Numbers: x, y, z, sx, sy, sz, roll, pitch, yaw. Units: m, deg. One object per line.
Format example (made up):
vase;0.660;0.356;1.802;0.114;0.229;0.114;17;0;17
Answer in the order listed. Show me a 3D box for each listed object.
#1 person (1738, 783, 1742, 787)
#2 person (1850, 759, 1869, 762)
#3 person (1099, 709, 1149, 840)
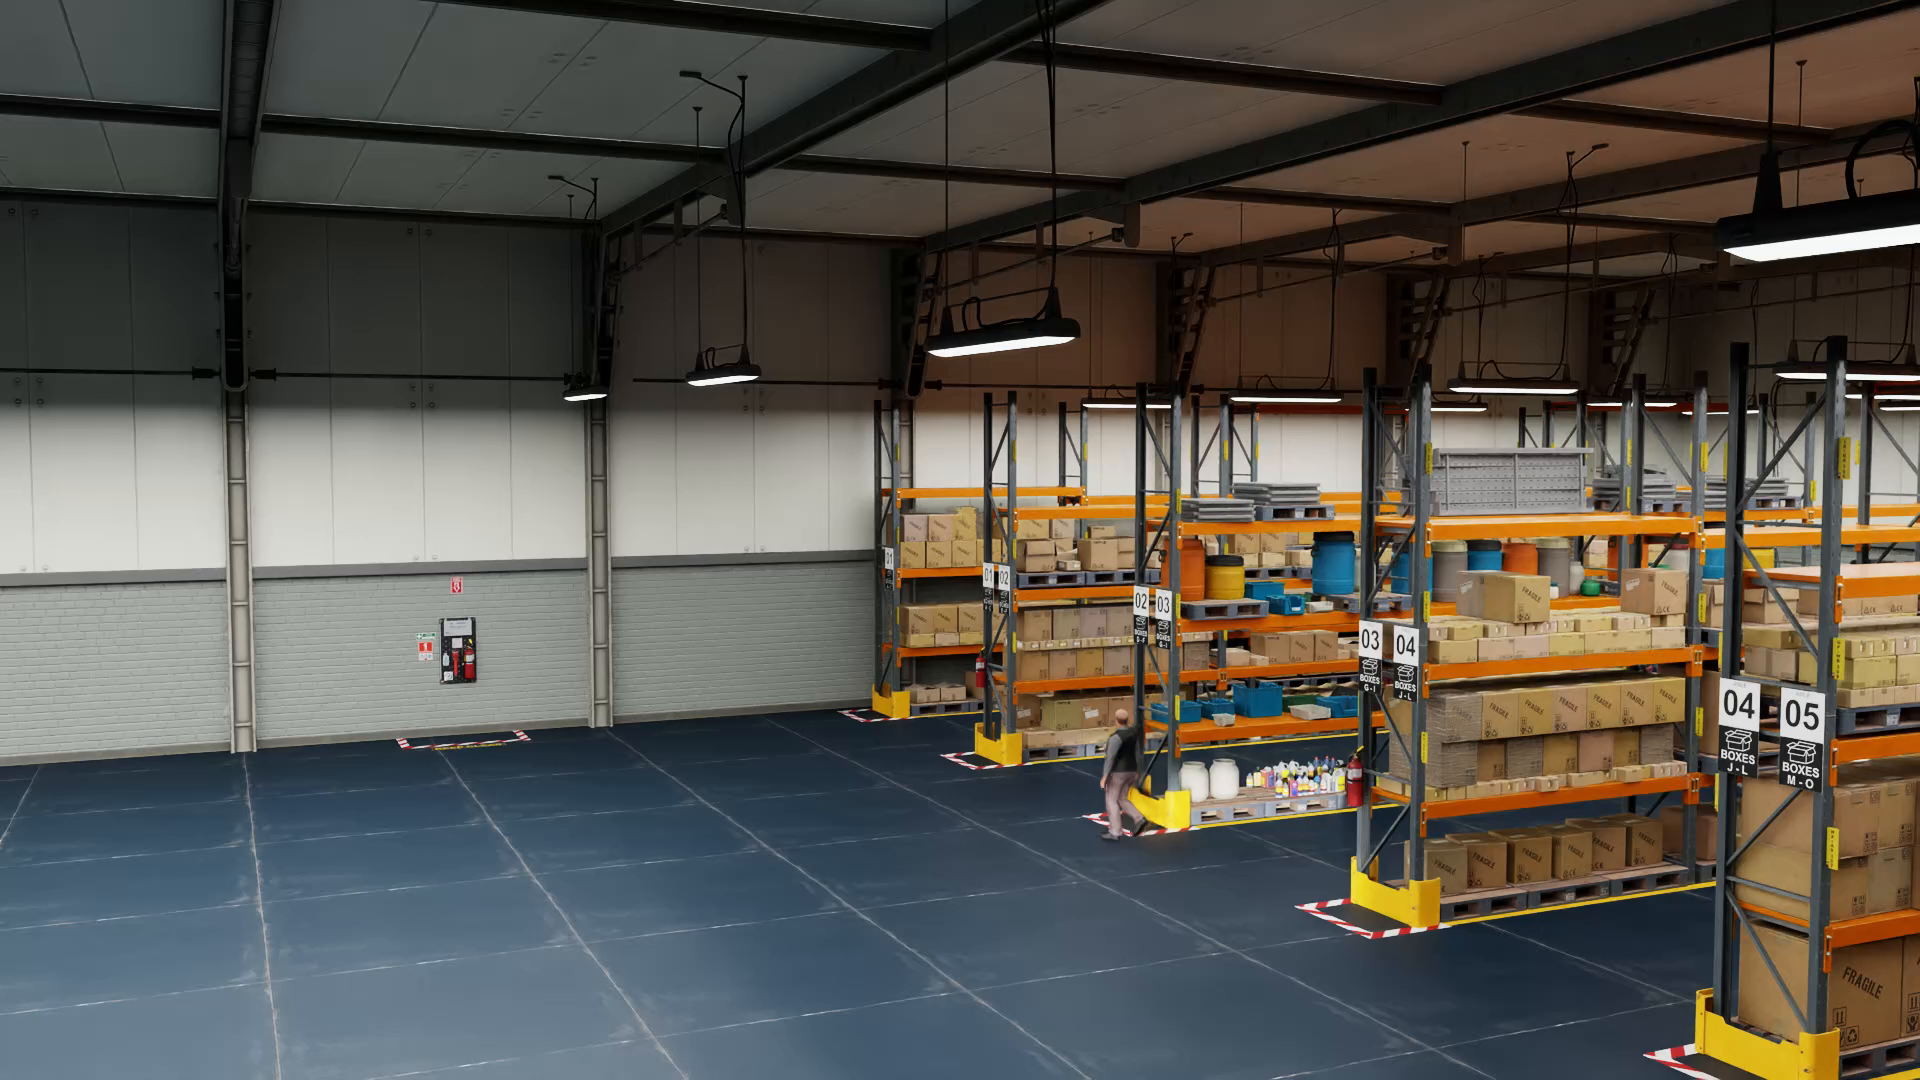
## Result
person;11.630;2.911;24.487;0.497;1.670;0.518;-1;3;-18
person;9.948;3.202;18.521;0.997;1.725;0.566;-2;4;-28
person;2.144;3.041;21.586;0.617;1.701;0.593;3;4;39
